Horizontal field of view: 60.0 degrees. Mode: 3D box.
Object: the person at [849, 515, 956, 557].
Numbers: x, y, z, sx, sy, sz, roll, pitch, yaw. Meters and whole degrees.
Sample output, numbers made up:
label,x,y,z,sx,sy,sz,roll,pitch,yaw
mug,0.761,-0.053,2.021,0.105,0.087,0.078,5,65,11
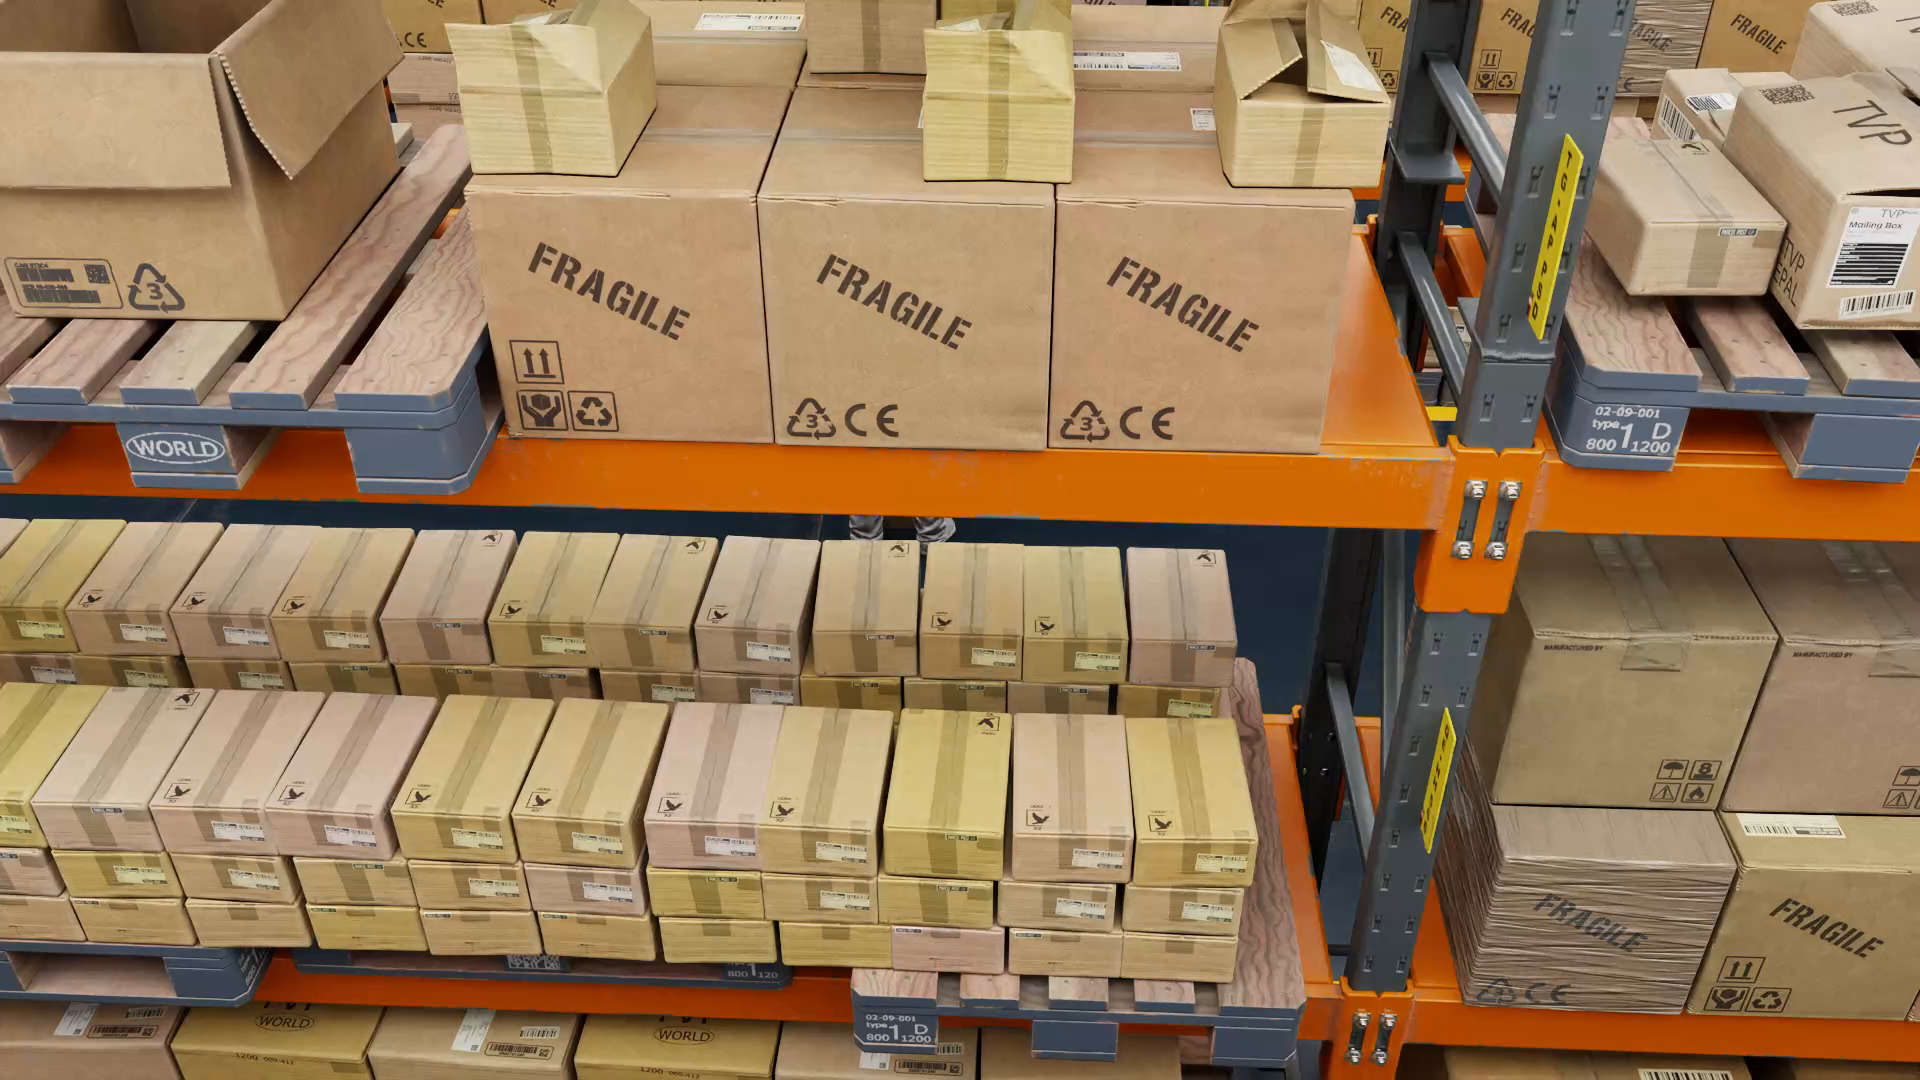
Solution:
label,x,y,z,sx,sy,sz,roll,pitch,yaw
person,-0.317,-0.712,7.139,0.632,1.775,0.445,0,35,0
